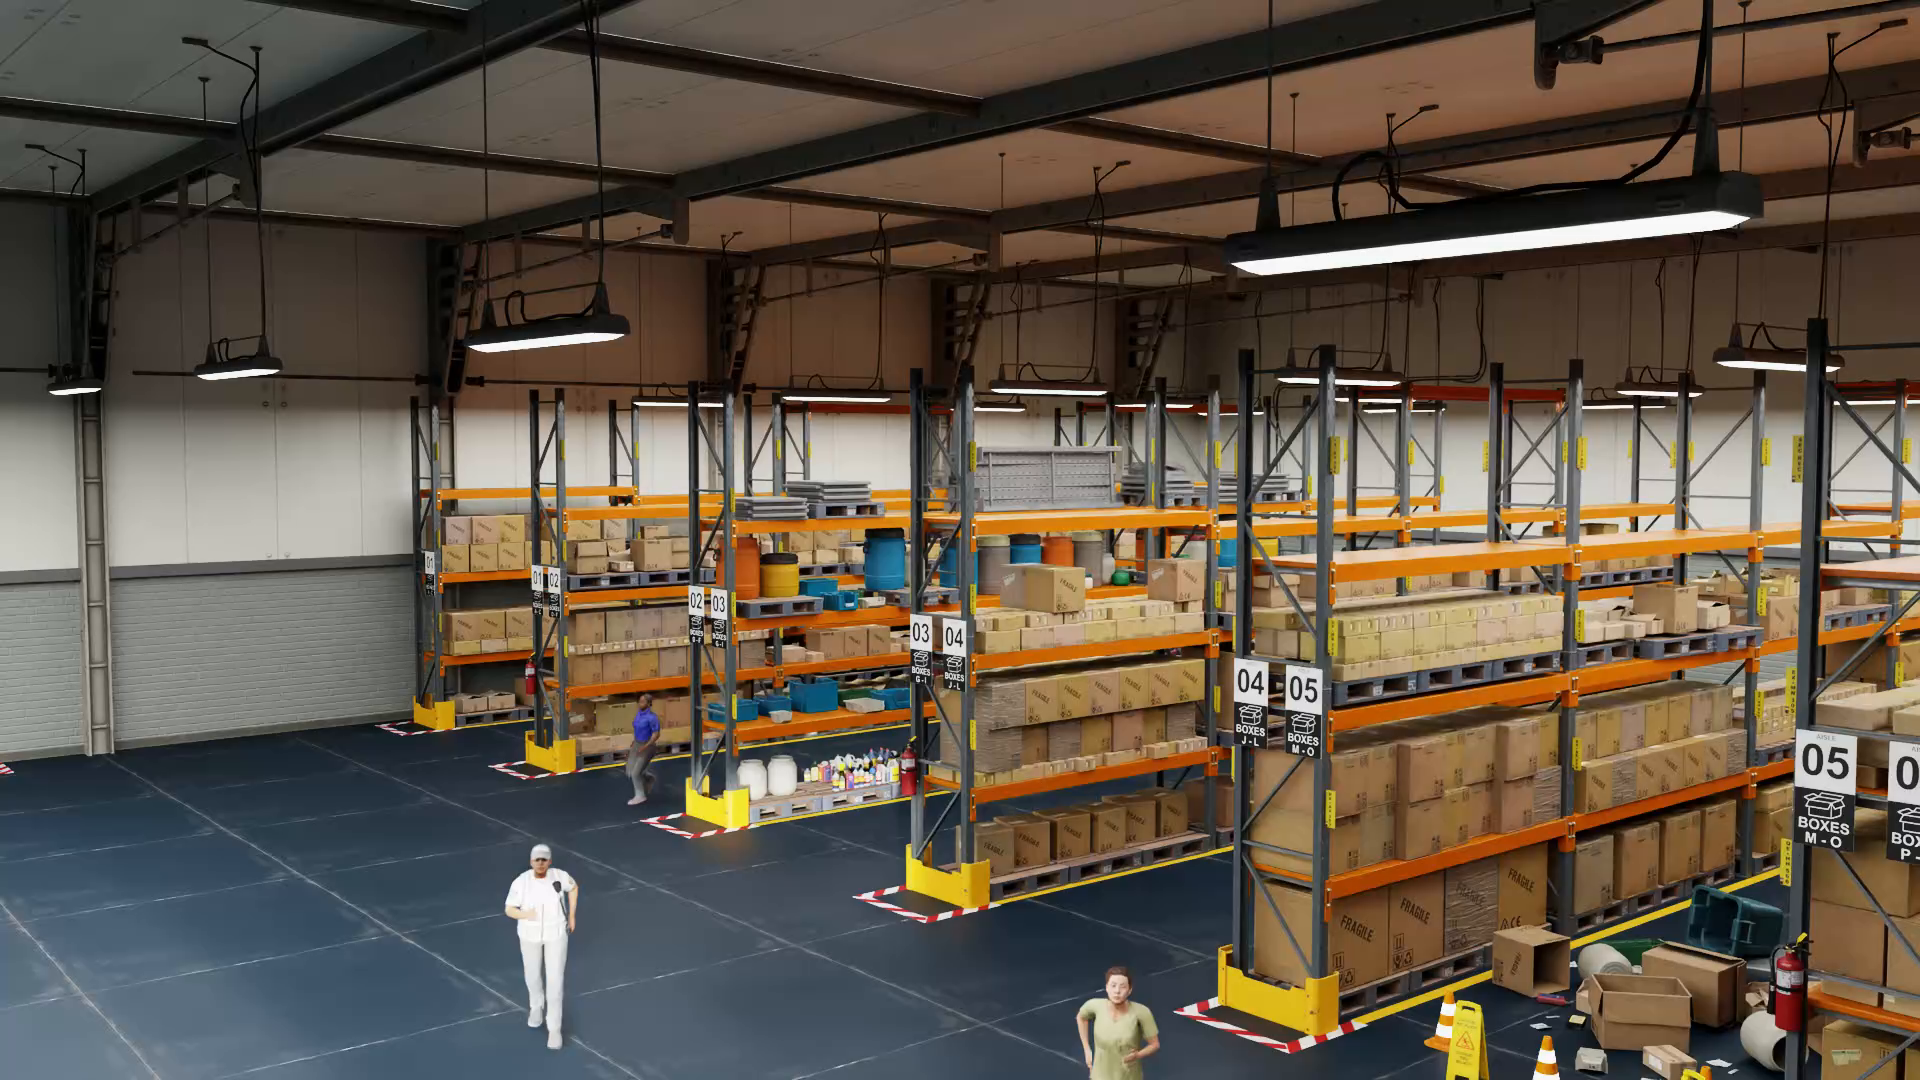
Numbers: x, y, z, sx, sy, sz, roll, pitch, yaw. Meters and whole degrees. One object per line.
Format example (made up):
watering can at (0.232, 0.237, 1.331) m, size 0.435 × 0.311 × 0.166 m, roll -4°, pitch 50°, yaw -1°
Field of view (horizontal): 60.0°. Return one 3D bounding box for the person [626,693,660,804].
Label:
person at (-4.465, 2.985, 23.782) m, size 0.568 × 1.593 × 0.523 m, roll 3°, pitch 5°, yaw 42°

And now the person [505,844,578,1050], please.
person at (-3.626, 3.484, 14.423) m, size 0.595 × 1.738 × 0.795 m, roll -1°, pitch 3°, yaw -10°

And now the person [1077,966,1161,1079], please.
person at (1.066, 3.673, 11.220) m, size 0.565 × 1.670 × 0.725 m, roll 0°, pitch 3°, yaw 5°
